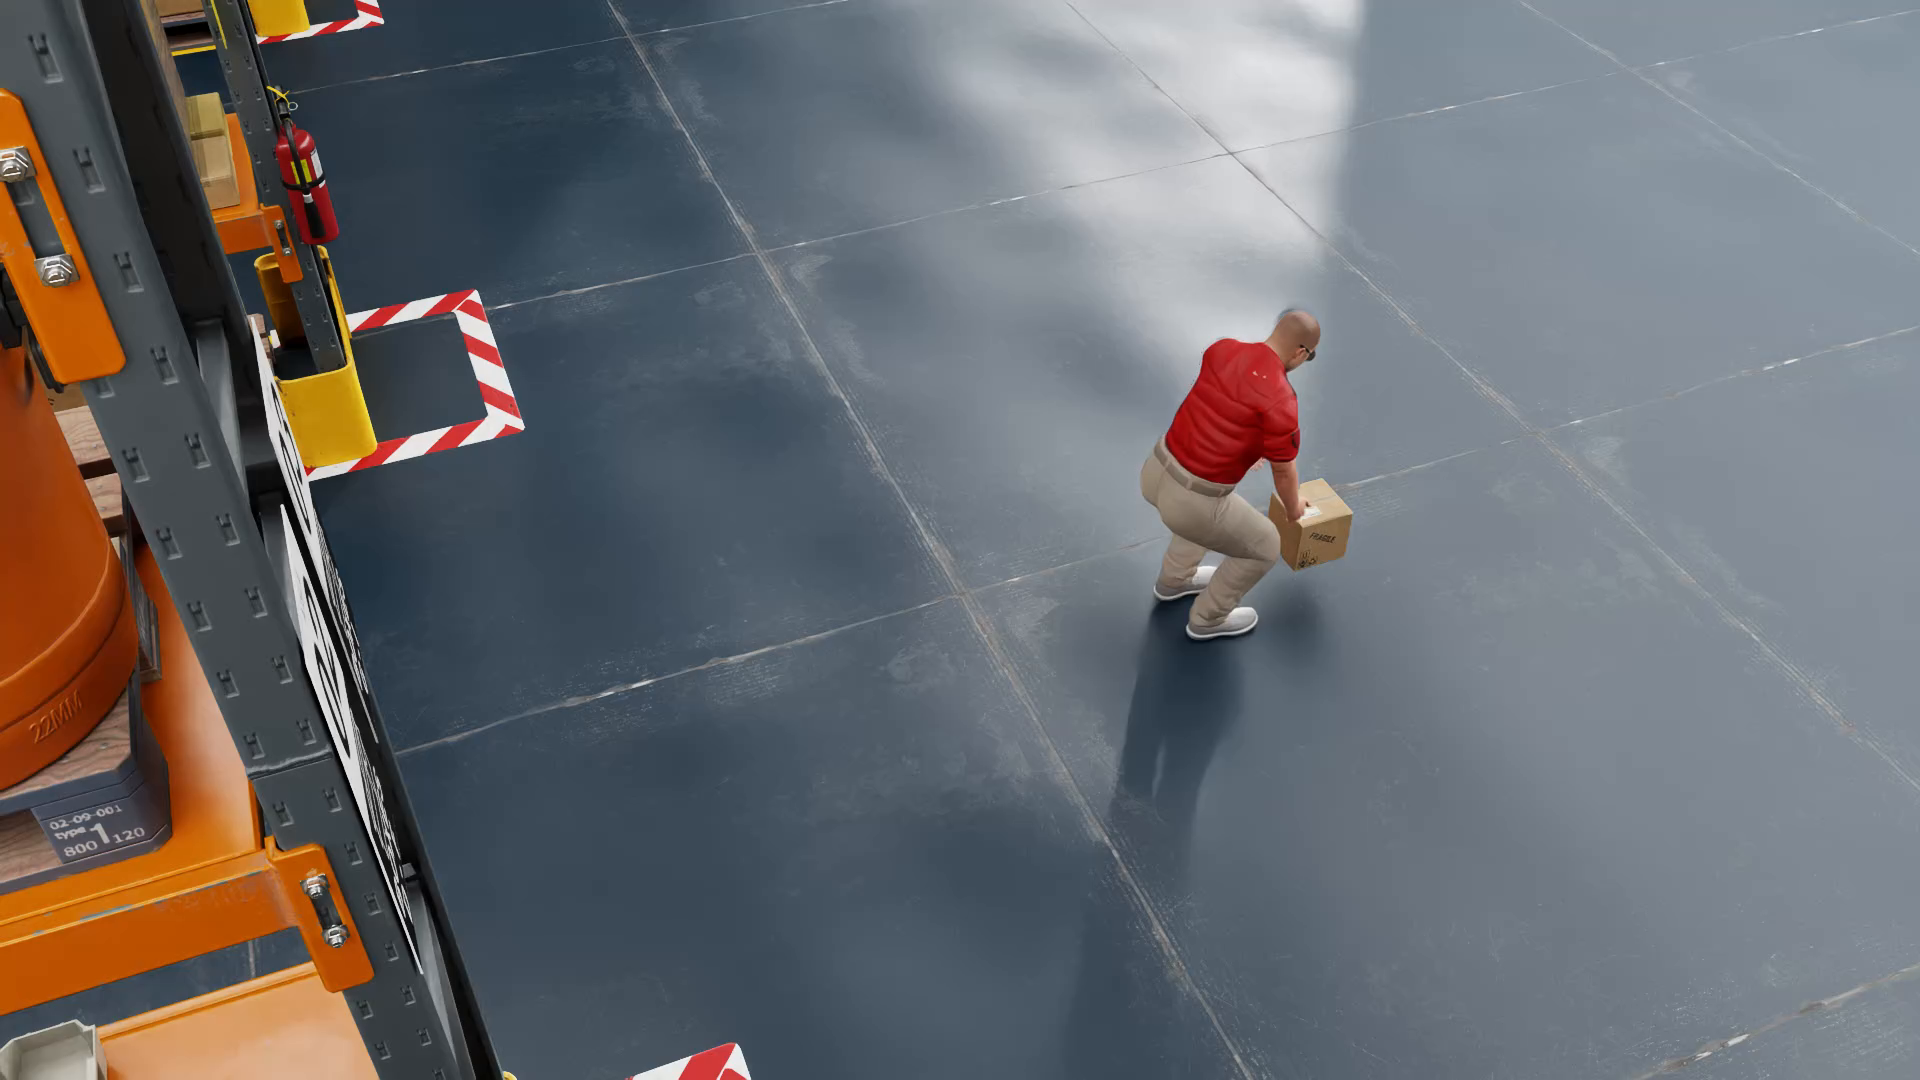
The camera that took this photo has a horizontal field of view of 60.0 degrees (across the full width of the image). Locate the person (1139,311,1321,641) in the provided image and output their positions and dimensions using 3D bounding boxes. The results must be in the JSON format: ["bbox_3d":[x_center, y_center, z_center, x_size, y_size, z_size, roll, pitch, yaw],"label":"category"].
[{"bbox_3d":[1.064,-0.261,6.719,0.705,1.402,0.590,-15,44,-16],"label":"person"}]
